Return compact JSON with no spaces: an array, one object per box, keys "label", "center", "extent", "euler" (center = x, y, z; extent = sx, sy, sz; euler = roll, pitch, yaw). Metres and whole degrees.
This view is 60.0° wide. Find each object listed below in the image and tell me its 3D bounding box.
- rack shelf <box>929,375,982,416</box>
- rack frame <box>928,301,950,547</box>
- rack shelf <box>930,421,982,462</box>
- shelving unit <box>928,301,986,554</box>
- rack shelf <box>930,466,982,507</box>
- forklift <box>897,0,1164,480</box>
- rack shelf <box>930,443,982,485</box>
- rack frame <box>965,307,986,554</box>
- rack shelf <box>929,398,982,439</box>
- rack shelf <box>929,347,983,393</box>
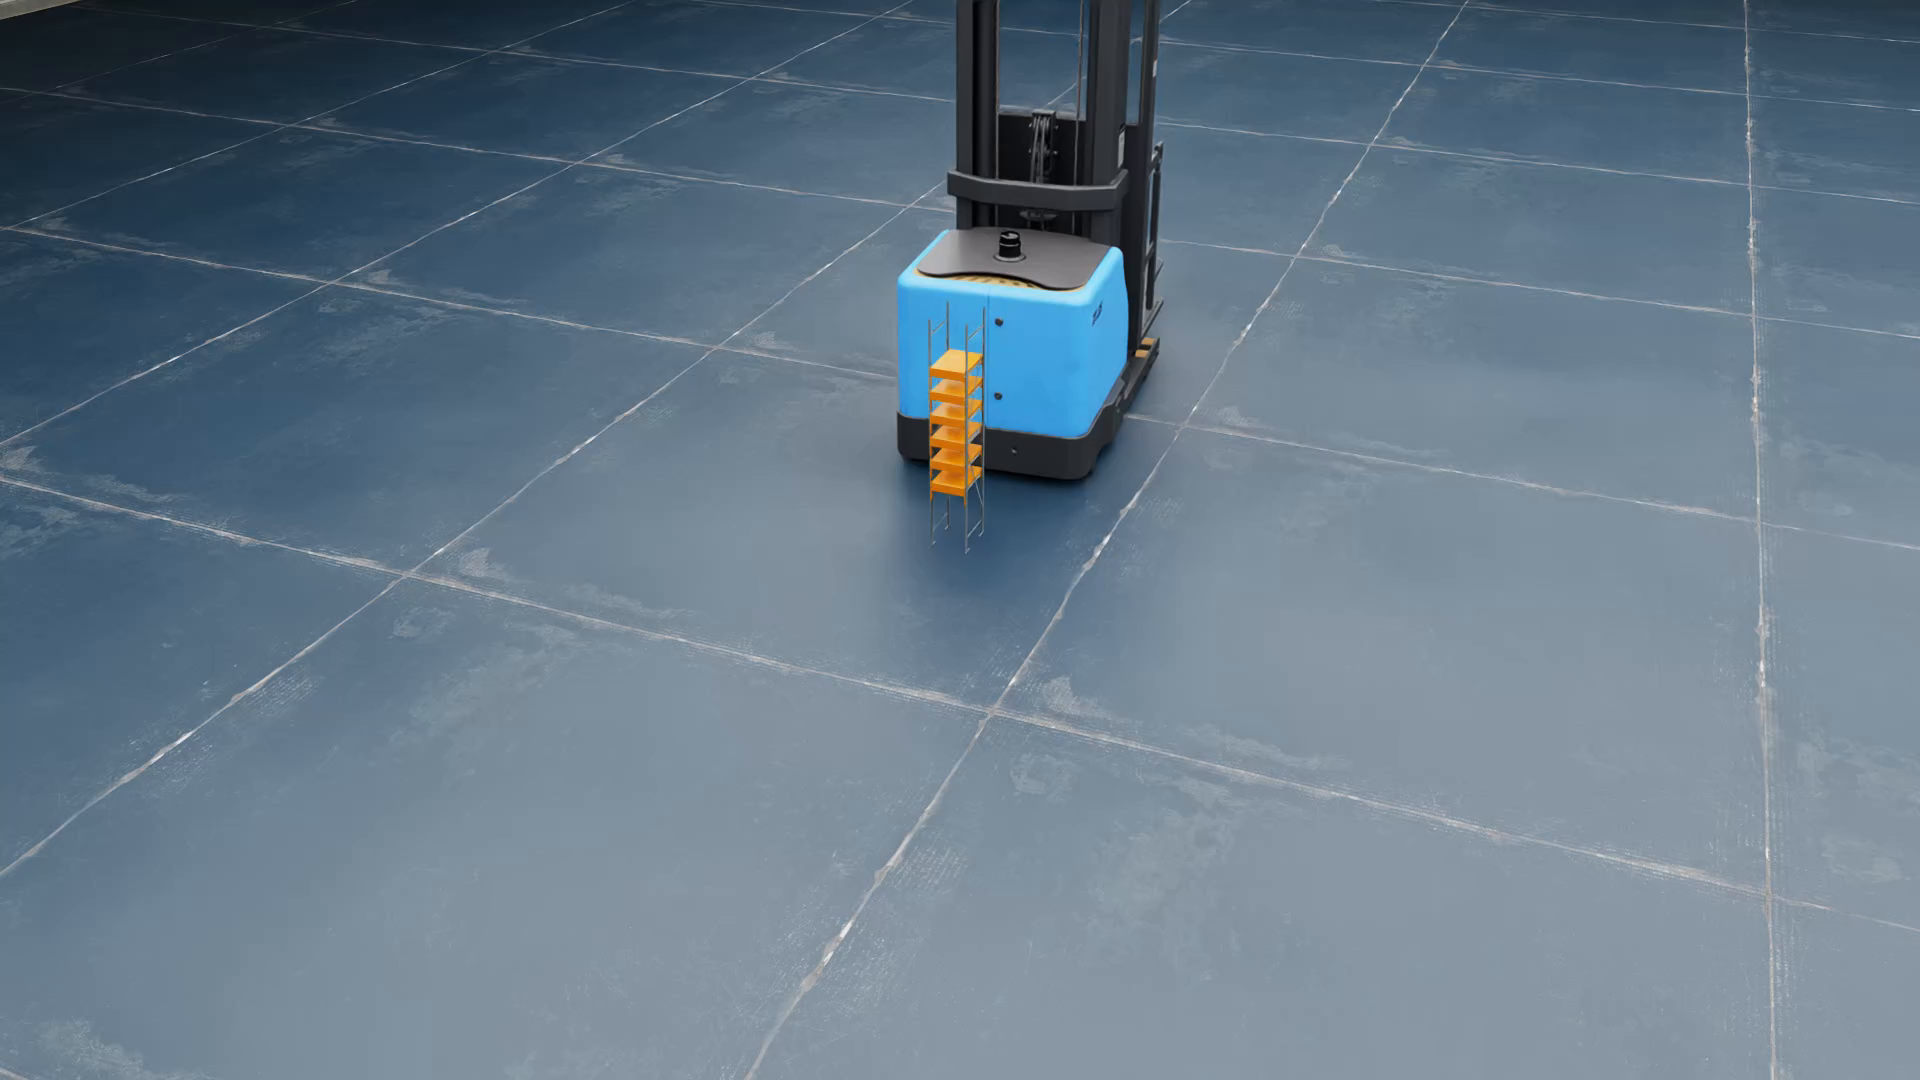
[{"label":"rack shelf","center":[-0.013,-0.695,7.863],"extent":[0.180,0.103,0.258],"euler":[11,31,19]},{"label":"rack frame","center":[-0.098,-0.542,7.989],"extent":[0.006,1.200,0.240],"euler":[11,31,19]},{"label":"rack shelf","center":[-0.013,-0.486,7.981],"extent":[0.180,0.103,0.258],"euler":[11,31,19]},{"label":"shelving unit","center":[-0.013,-0.525,7.959],"extent":[0.189,1.200,0.258],"euler":[11,31,19]},{"label":"rack shelf","center":[-0.013,-0.277,8.099],"extent":[0.180,0.103,0.258],"euler":[11,31,19]},{"label":"forklift","center":[0.587,-2.301,9.342],"extent":[1.130,2.935,3.031],"euler":[9,31,15]},{"label":"rack shelf","center":[-0.013,-0.382,8.040],"extent":[0.180,0.103,0.258],"euler":[11,31,19]},{"label":"rack frame","center":[0.071,-0.508,7.930],"extent":[0.006,1.200,0.240],"euler":[11,31,19]},{"label":"rack shelf","center":[-0.013,-0.591,7.922],"extent":[0.180,0.103,0.258],"euler":[11,31,19]},{"label":"rack shelf","center":[-0.013,-0.800,7.804],"extent":[0.180,0.103,0.258],"euler":[11,31,19]}]
